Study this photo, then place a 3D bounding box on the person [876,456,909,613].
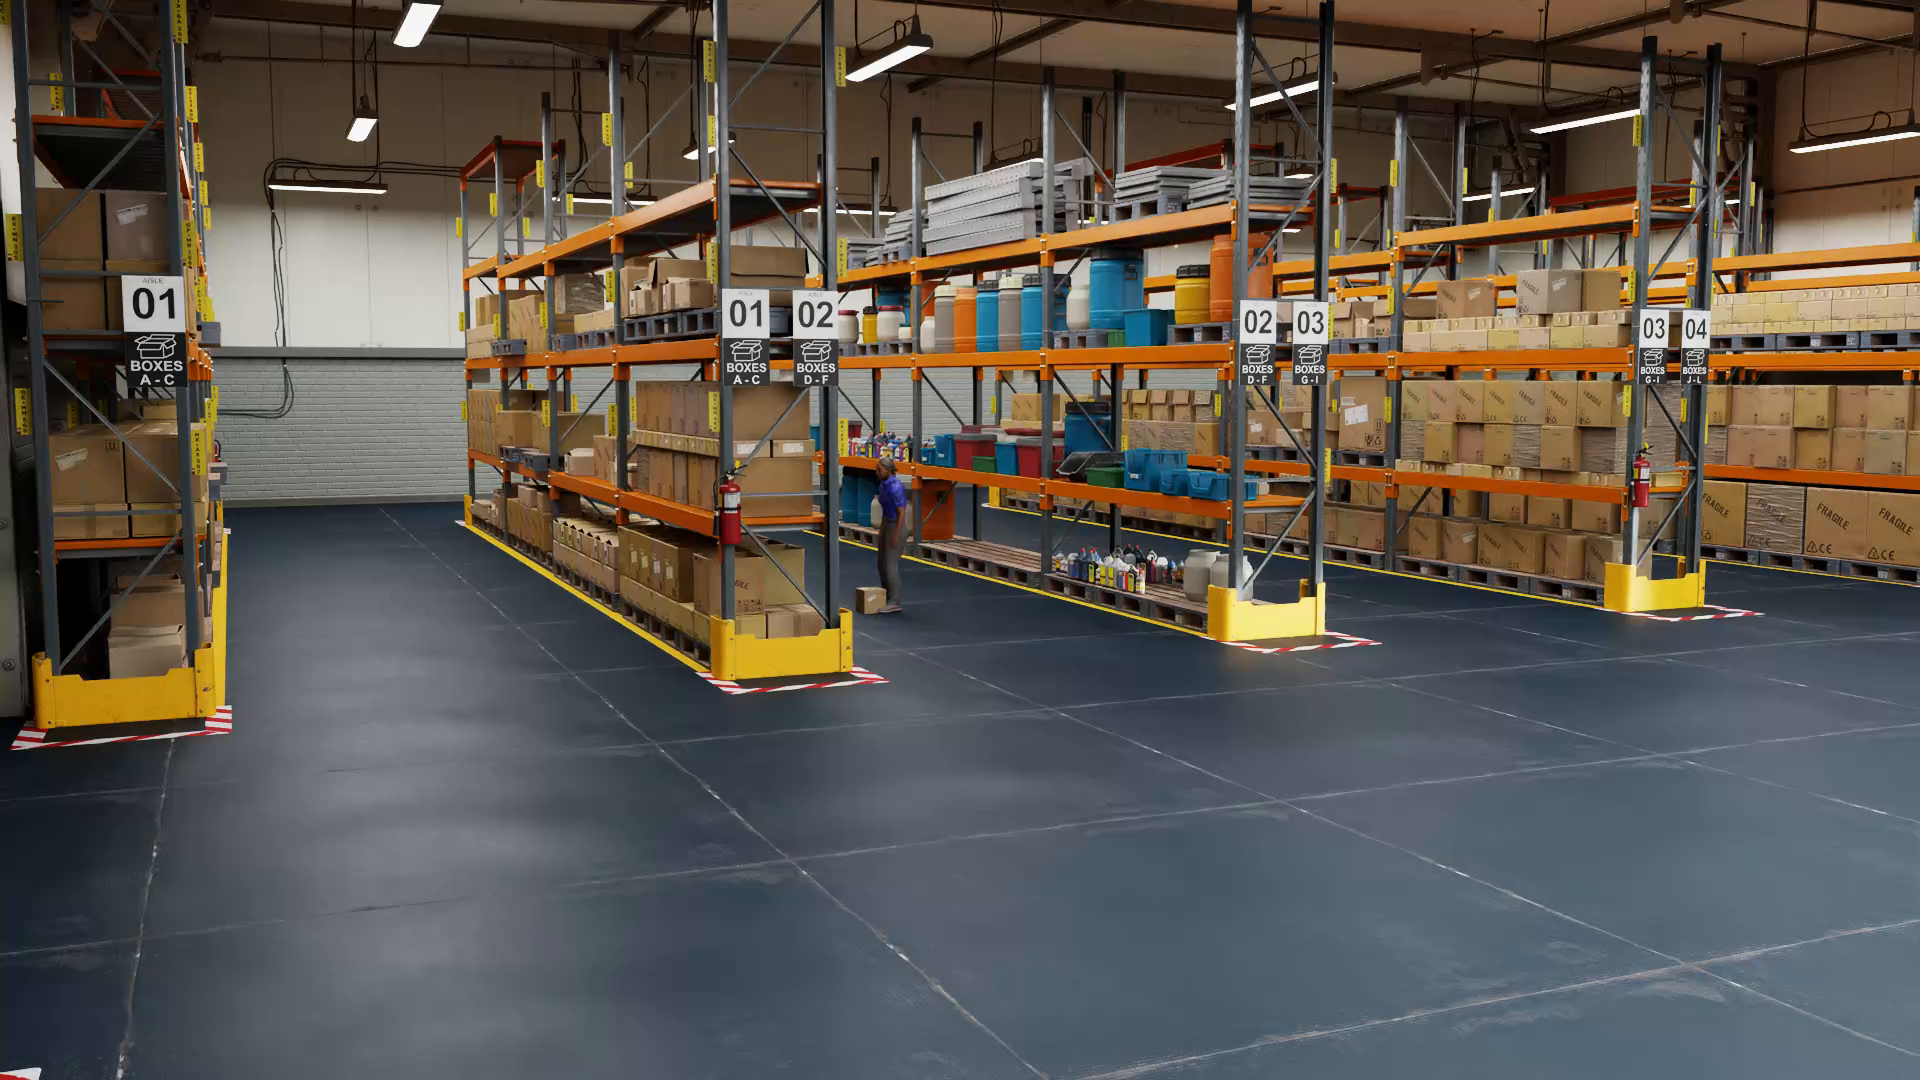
[{"bbox_3d":[-0.760,-0.066,17.713,0.391,1.655,0.507,-2,6,-24],"label":"person"}]
